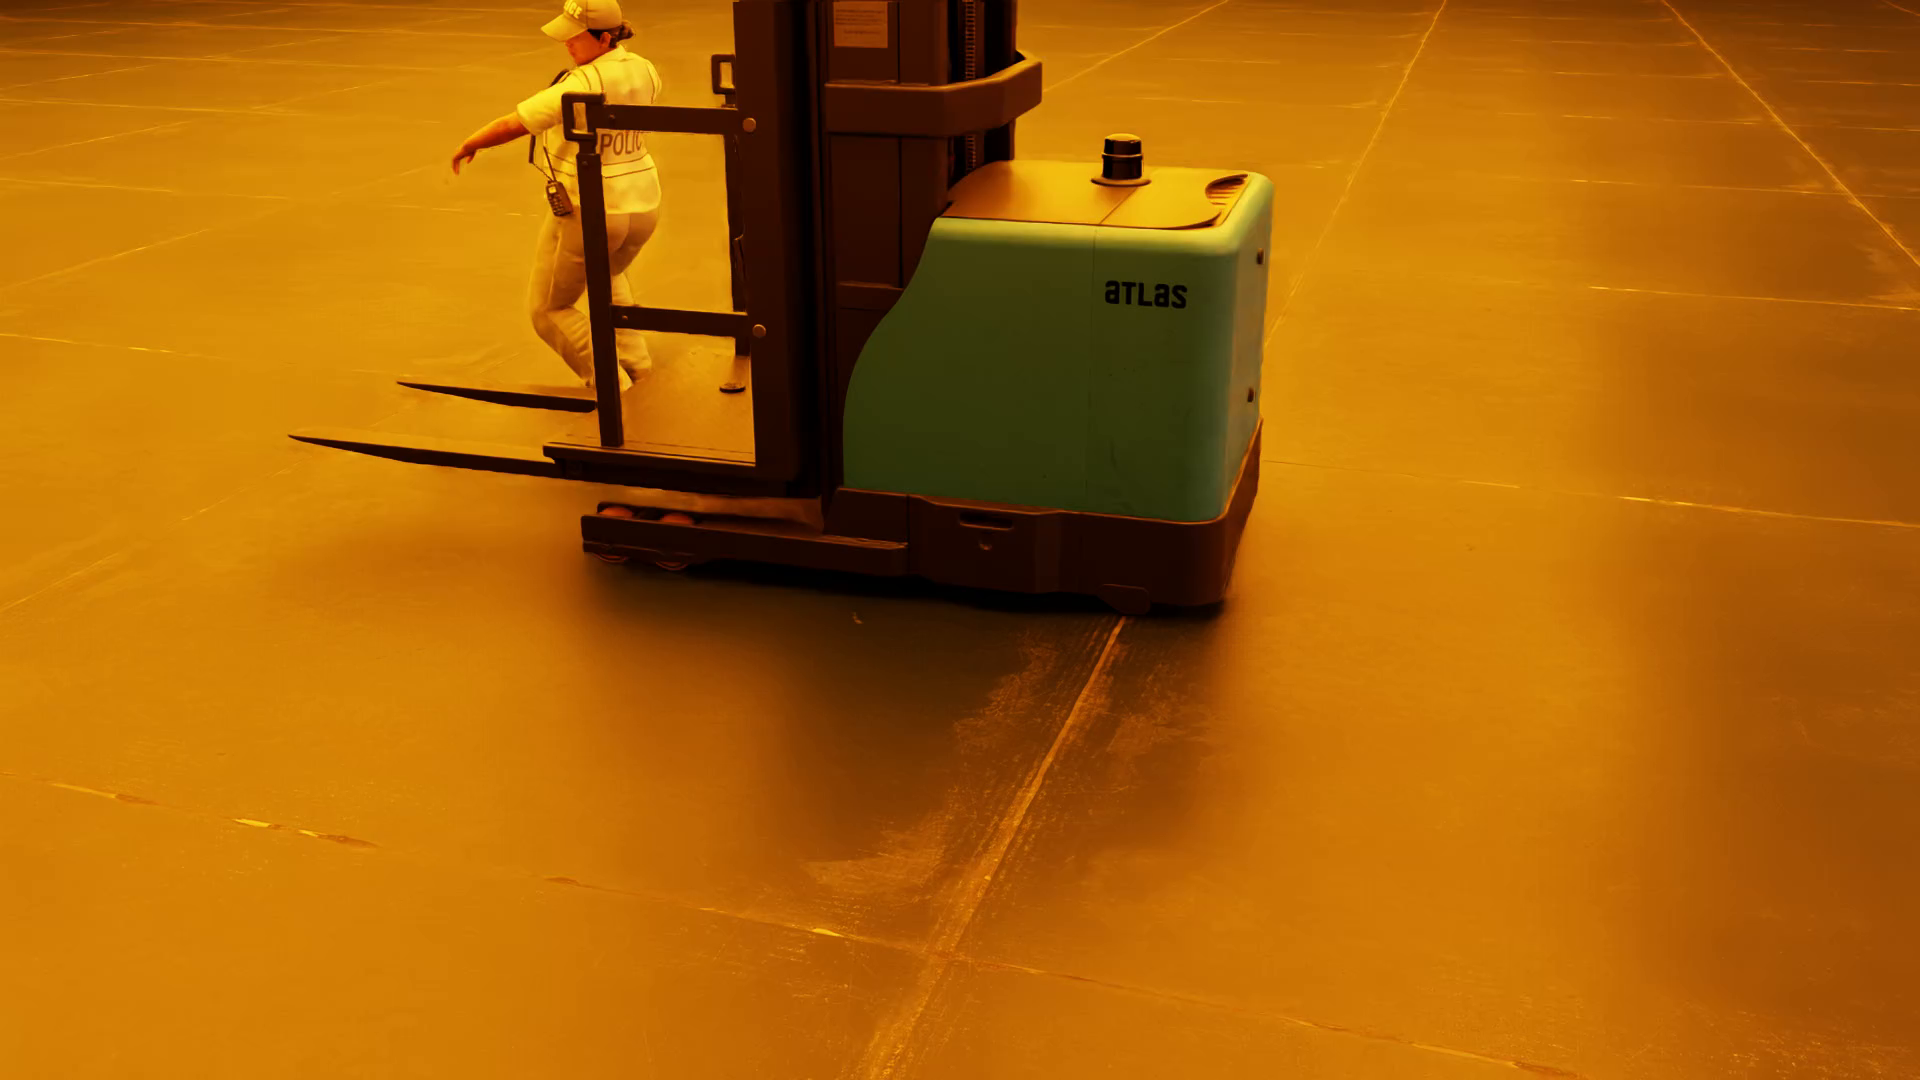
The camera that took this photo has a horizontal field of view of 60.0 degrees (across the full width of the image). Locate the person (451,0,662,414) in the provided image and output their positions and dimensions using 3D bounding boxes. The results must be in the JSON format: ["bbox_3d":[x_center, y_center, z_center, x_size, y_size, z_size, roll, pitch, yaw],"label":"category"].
[{"bbox_3d":[-1.427,-1.247,6.238,0.690,1.588,0.702,11,25,25],"label":"person"}]

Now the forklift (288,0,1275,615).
[{"bbox_3d":[-0.621,-1.451,4.794,3.031,2.935,1.130,6,23,15],"label":"forklift"}]
